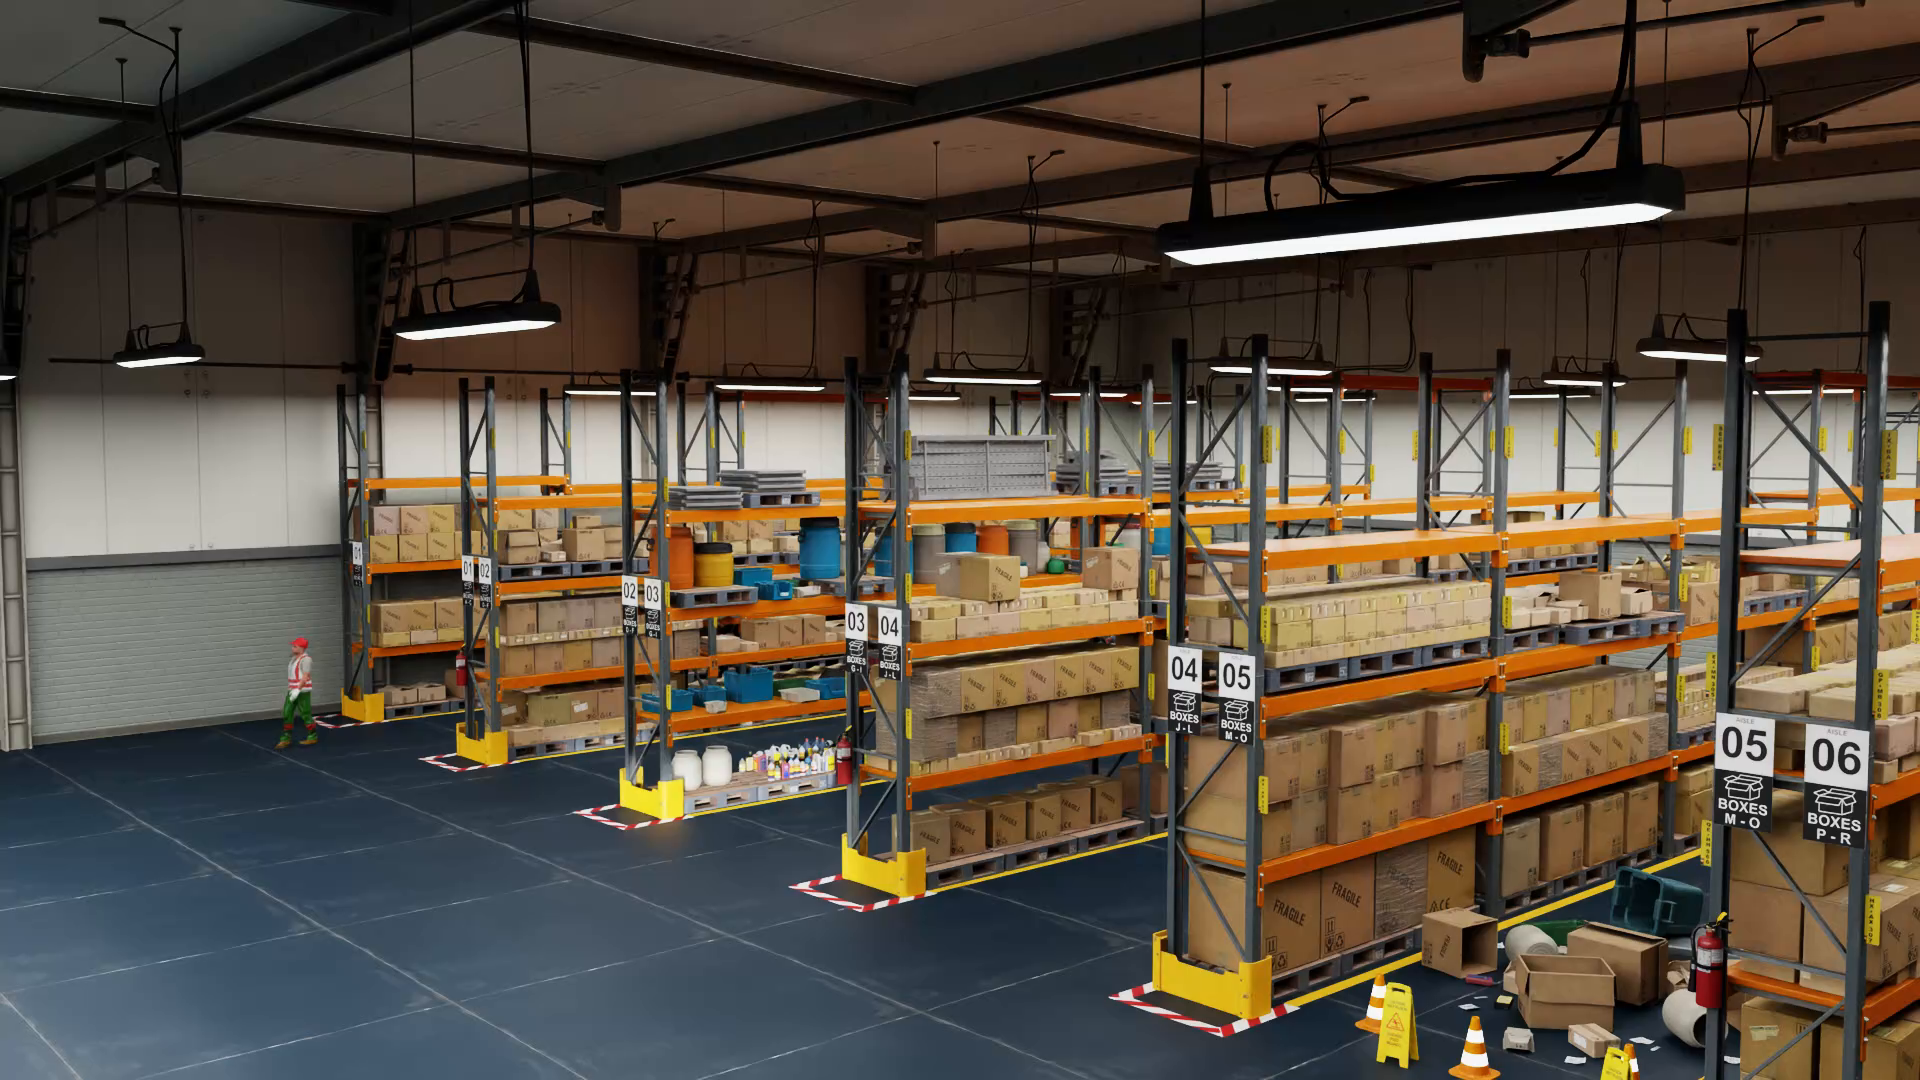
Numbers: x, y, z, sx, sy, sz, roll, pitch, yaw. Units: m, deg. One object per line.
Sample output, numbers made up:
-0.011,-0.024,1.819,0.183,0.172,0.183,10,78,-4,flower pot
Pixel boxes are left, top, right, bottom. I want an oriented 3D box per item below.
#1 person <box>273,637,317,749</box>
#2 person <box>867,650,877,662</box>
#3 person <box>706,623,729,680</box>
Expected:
-10.834,2.513,27.129,0.550,1.847,0.653,3,5,38,person
-1.945,1.817,34.990,0.662,1.711,0.611,2,4,29,person
-4.587,2.331,31.152,0.438,1.532,0.967,2,4,31,person
